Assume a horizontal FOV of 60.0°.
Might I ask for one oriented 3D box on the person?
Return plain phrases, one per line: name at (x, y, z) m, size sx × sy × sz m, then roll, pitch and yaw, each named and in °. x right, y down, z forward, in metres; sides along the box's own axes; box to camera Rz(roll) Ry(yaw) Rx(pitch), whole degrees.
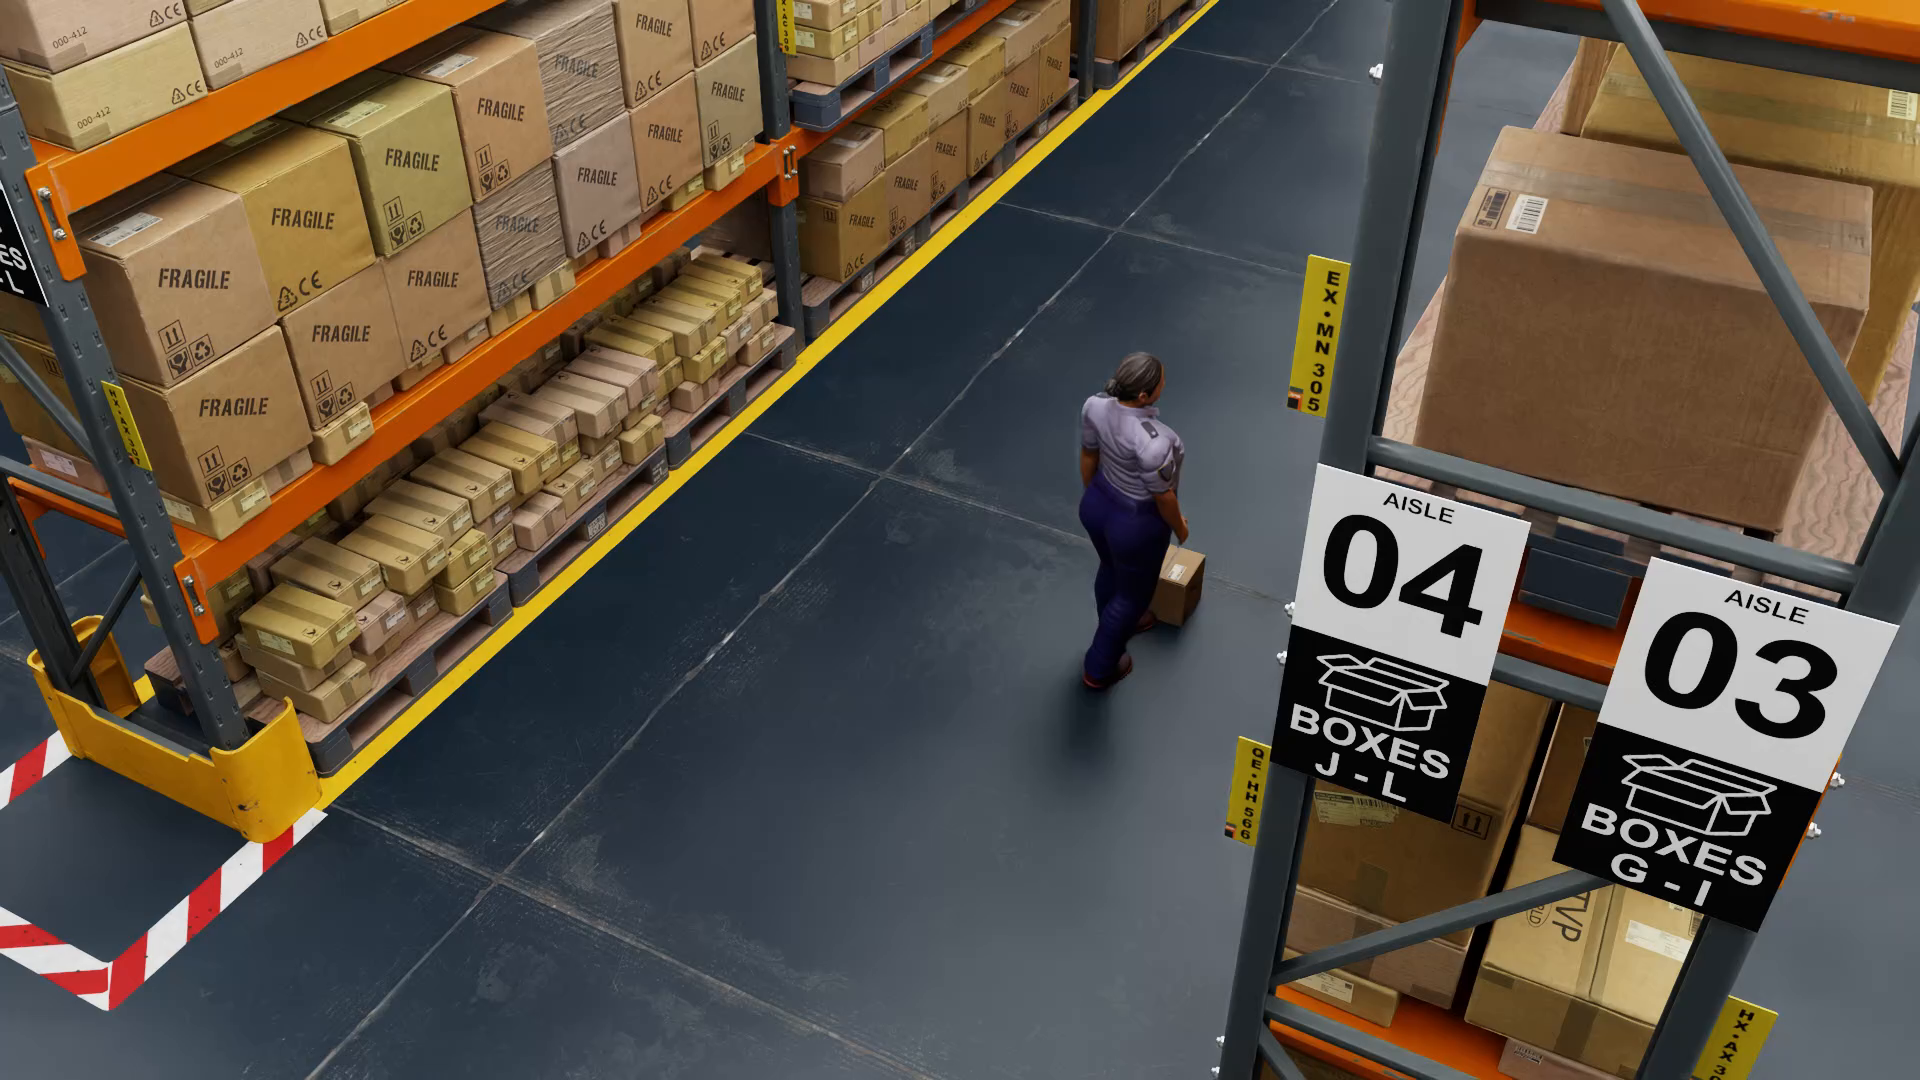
person at (0.718, -0.076, 6.847) m, size 0.505 × 1.656 × 0.442 m, roll 25°, pitch 45°, yaw 29°
